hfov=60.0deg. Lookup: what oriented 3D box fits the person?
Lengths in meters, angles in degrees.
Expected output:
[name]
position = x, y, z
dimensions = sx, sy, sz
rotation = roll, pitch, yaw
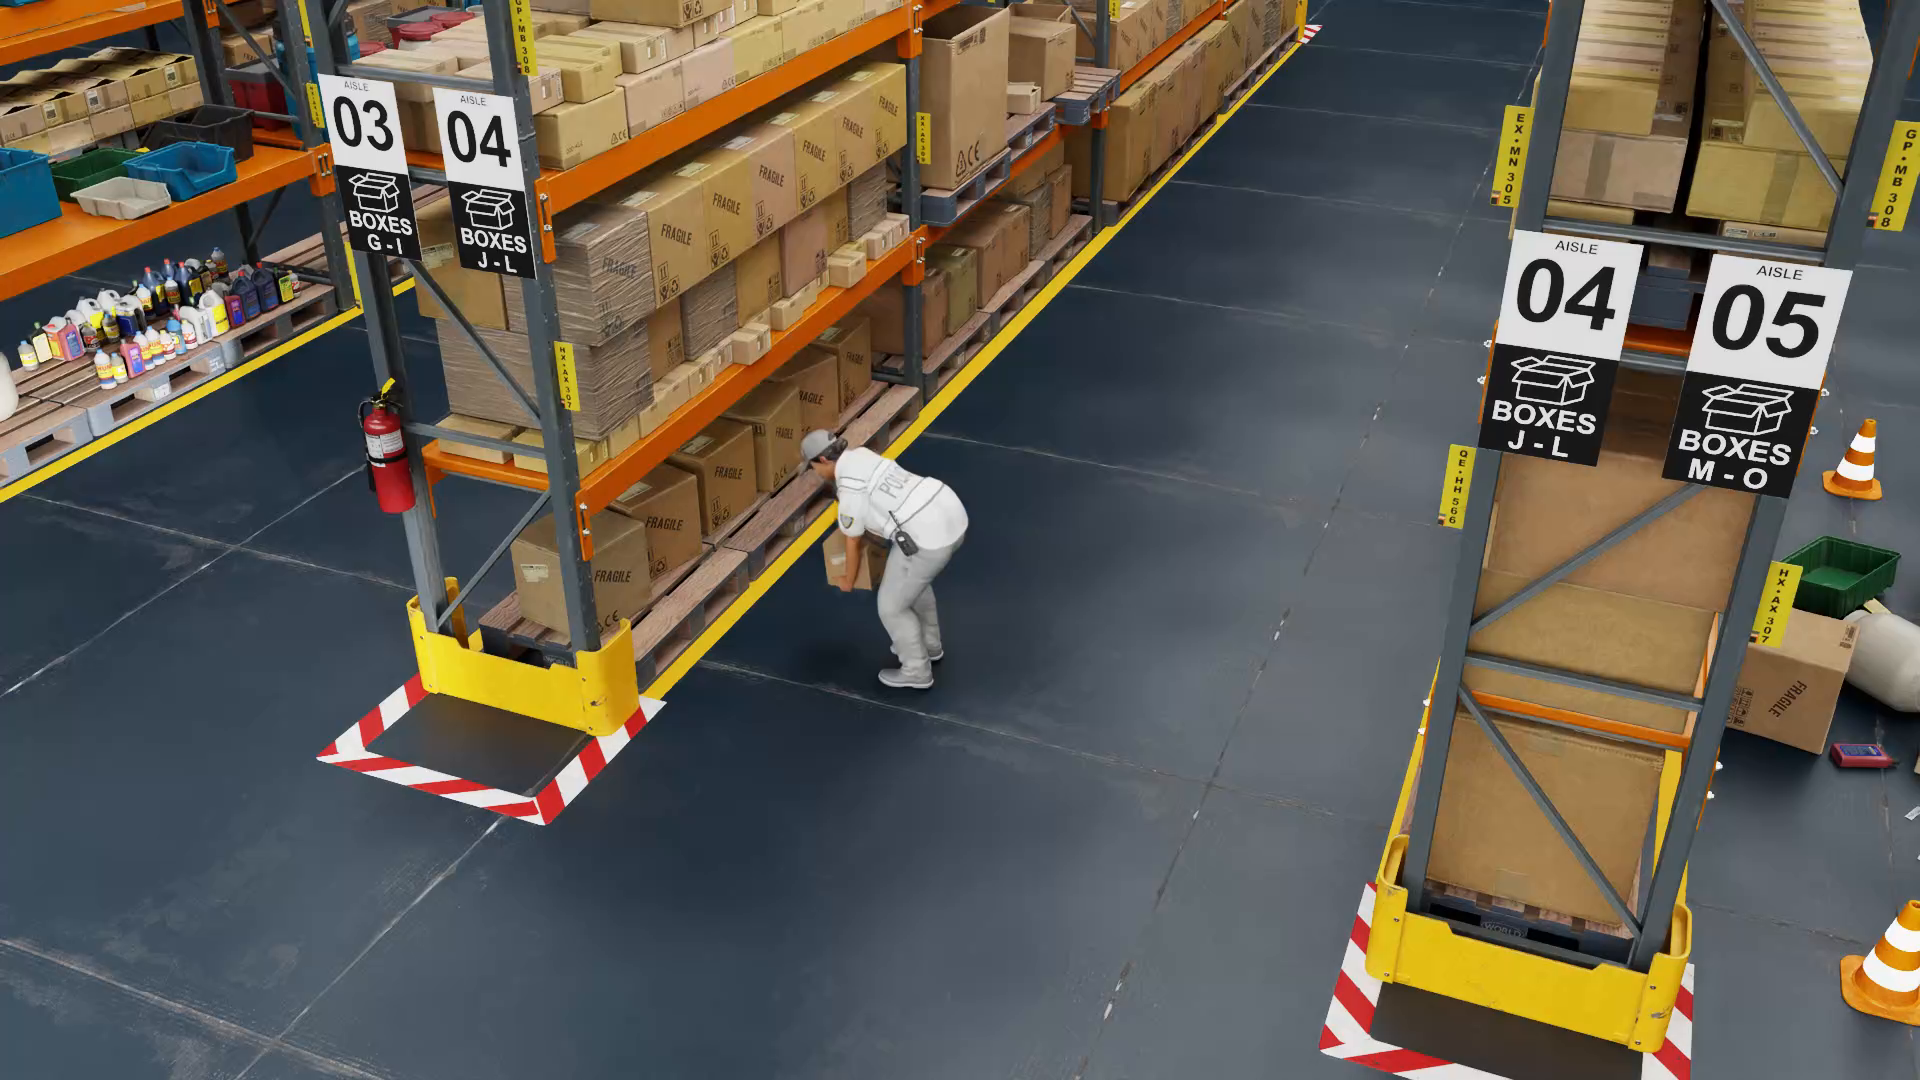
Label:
[person]
position = -0.410, 0.083, 8.596
dimensions = 0.853, 1.322, 0.453
rotation = 11, 32, 18
